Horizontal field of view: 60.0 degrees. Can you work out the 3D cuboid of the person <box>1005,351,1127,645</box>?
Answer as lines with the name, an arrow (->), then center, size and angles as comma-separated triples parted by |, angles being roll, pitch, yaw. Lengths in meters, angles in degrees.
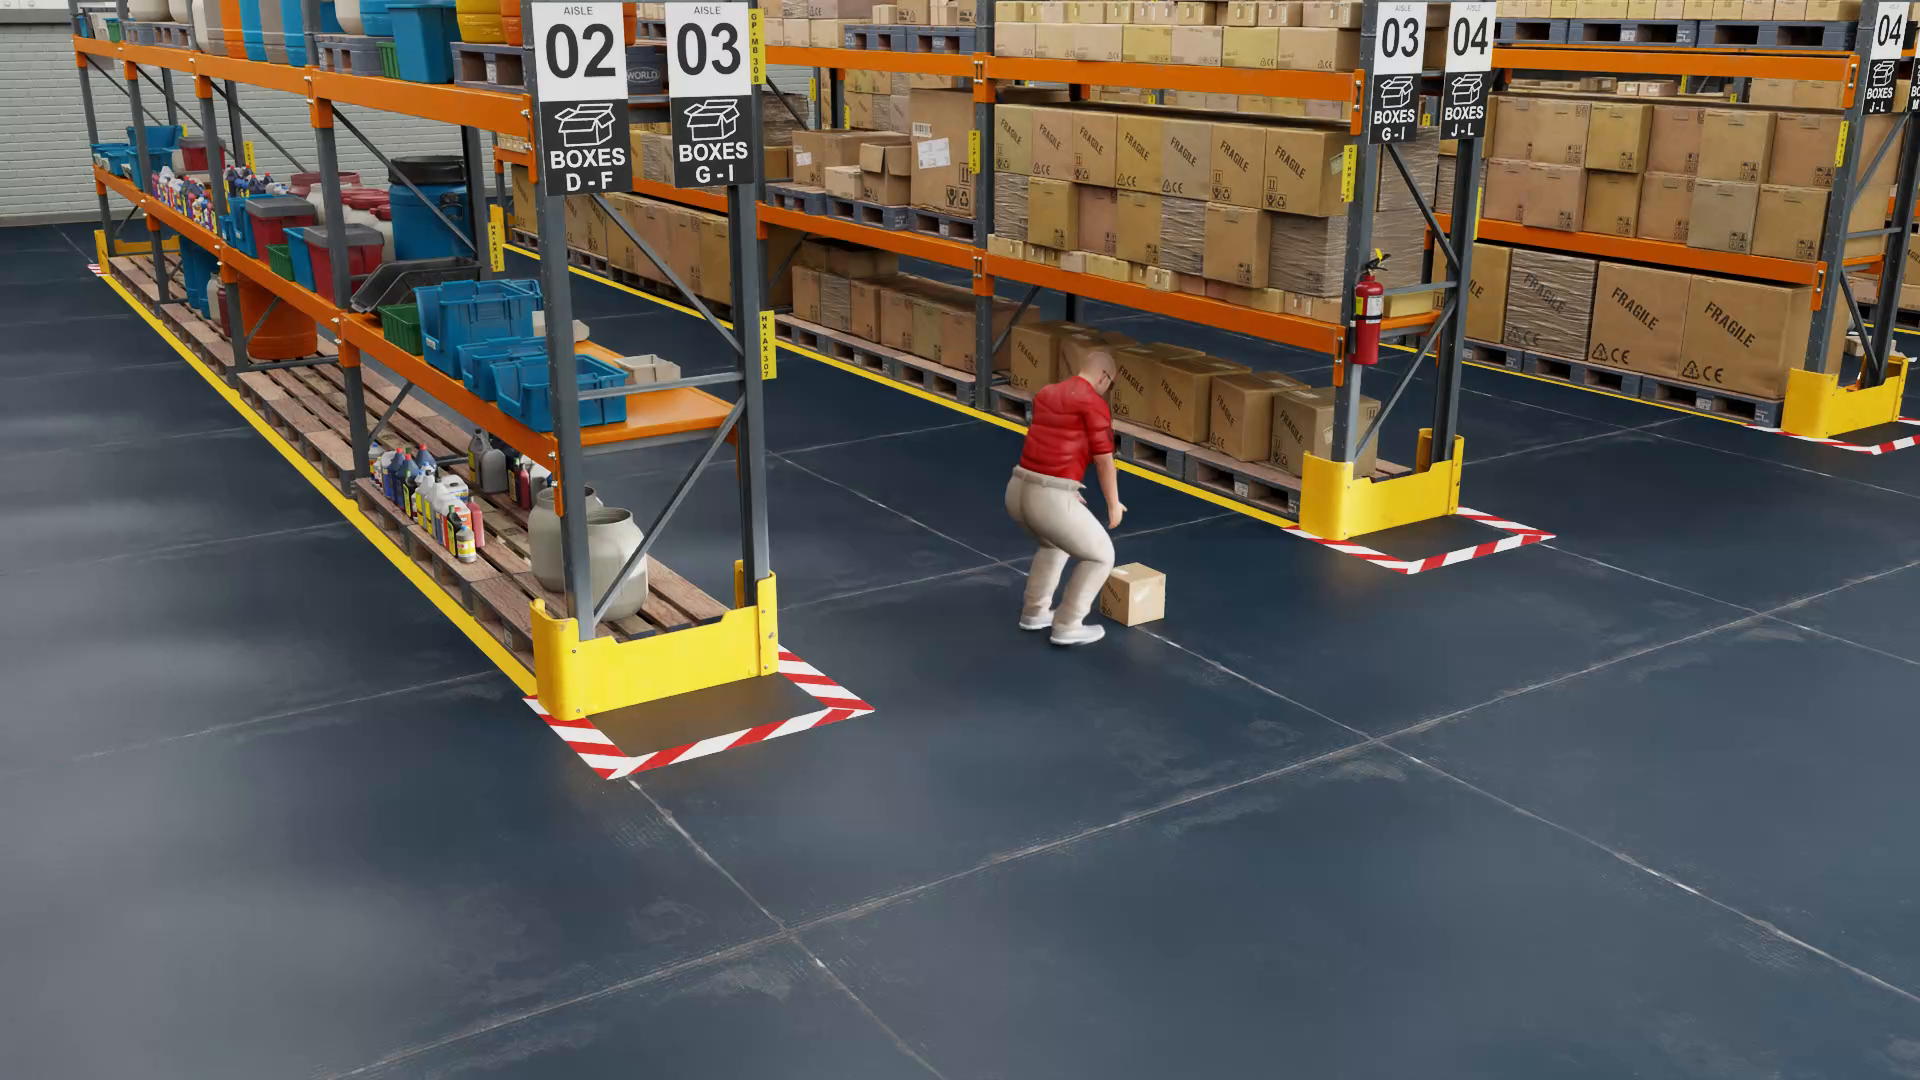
person -> 0.535, -0.225, 8.675 | 0.644, 1.494, 0.587 | -11, 21, -31
